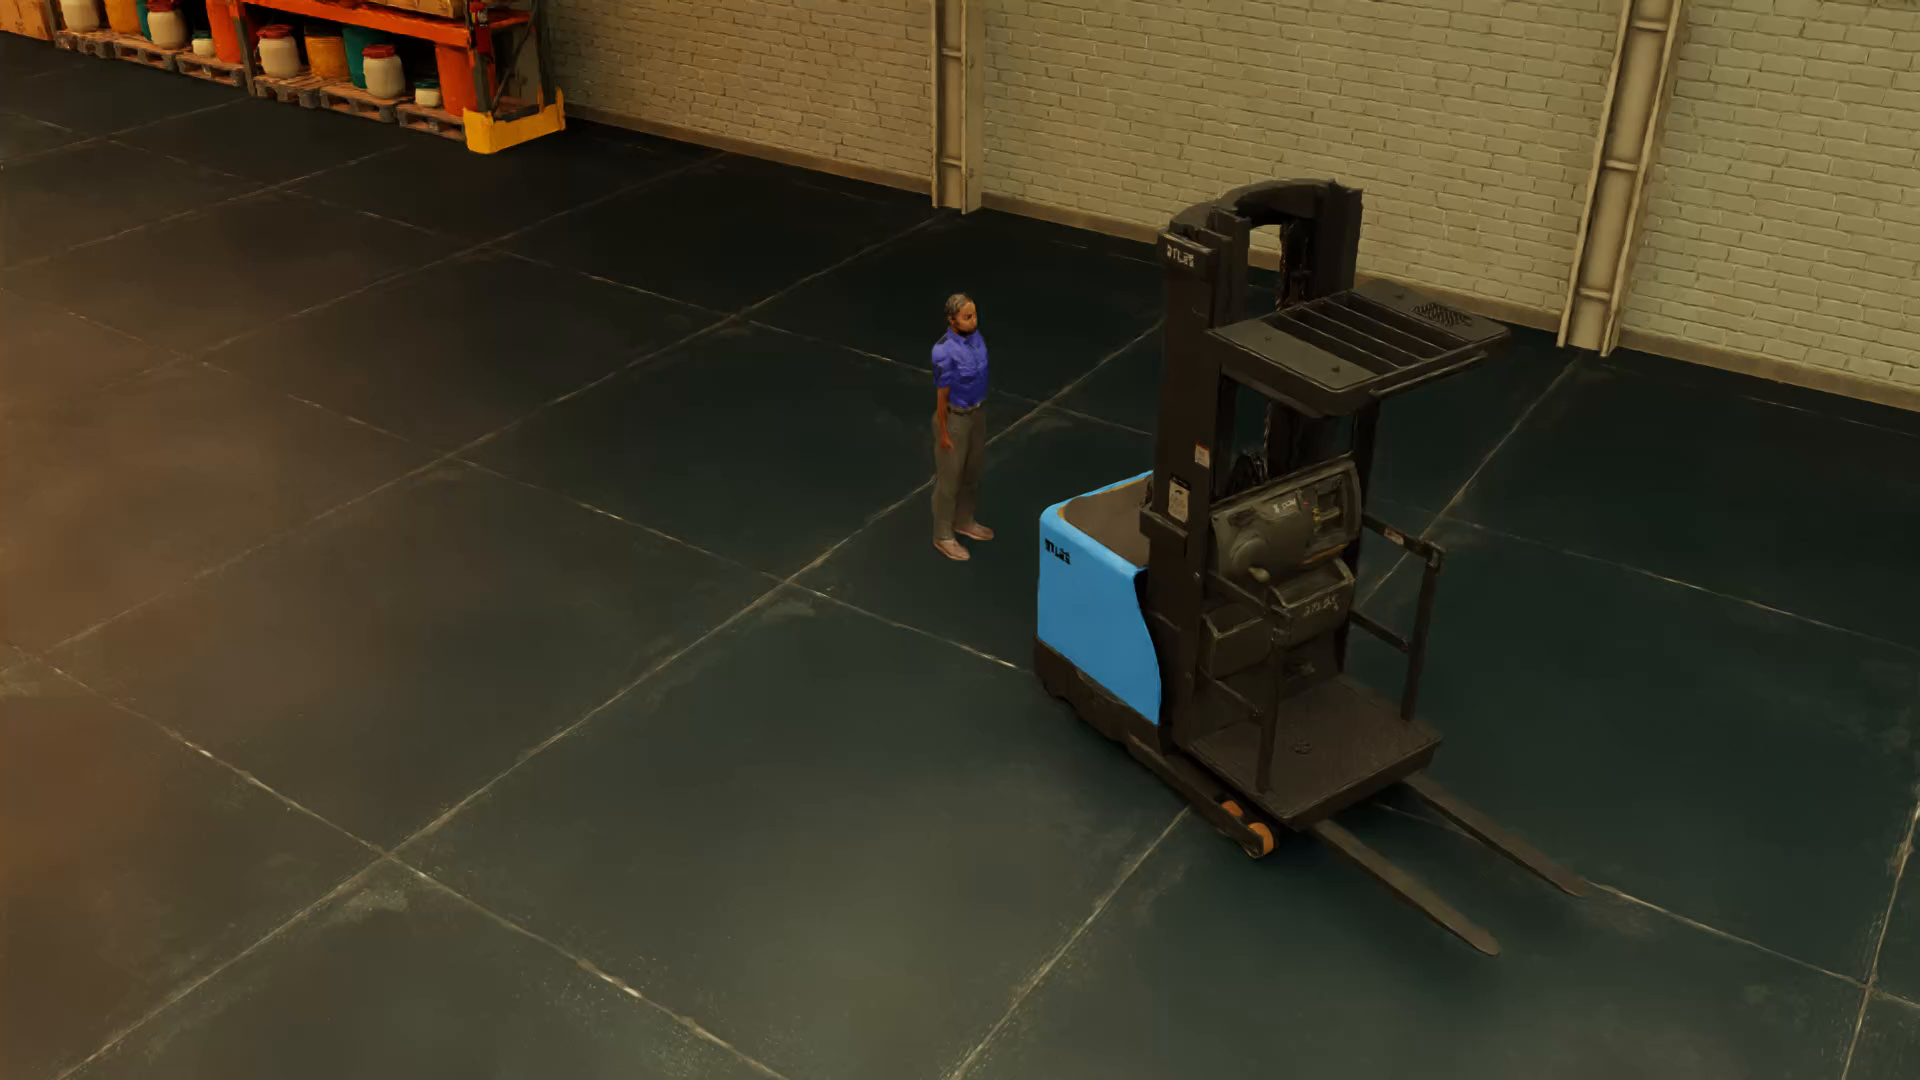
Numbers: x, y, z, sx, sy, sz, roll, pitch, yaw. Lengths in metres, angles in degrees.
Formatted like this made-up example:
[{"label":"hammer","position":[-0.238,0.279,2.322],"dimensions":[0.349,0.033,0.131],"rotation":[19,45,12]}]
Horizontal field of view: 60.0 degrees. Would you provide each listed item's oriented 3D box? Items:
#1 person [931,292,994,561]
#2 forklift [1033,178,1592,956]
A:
[{"label":"person","position":[0.016,-0.707,10.068],"dimensions":[0.320,1.662,0.446],"rotation":[19,35,29]},{"label":"forklift","position":[1.658,-0.036,7.643],"dimensions":[1.130,2.935,3.031],"rotation":[-19,35,-30]}]
